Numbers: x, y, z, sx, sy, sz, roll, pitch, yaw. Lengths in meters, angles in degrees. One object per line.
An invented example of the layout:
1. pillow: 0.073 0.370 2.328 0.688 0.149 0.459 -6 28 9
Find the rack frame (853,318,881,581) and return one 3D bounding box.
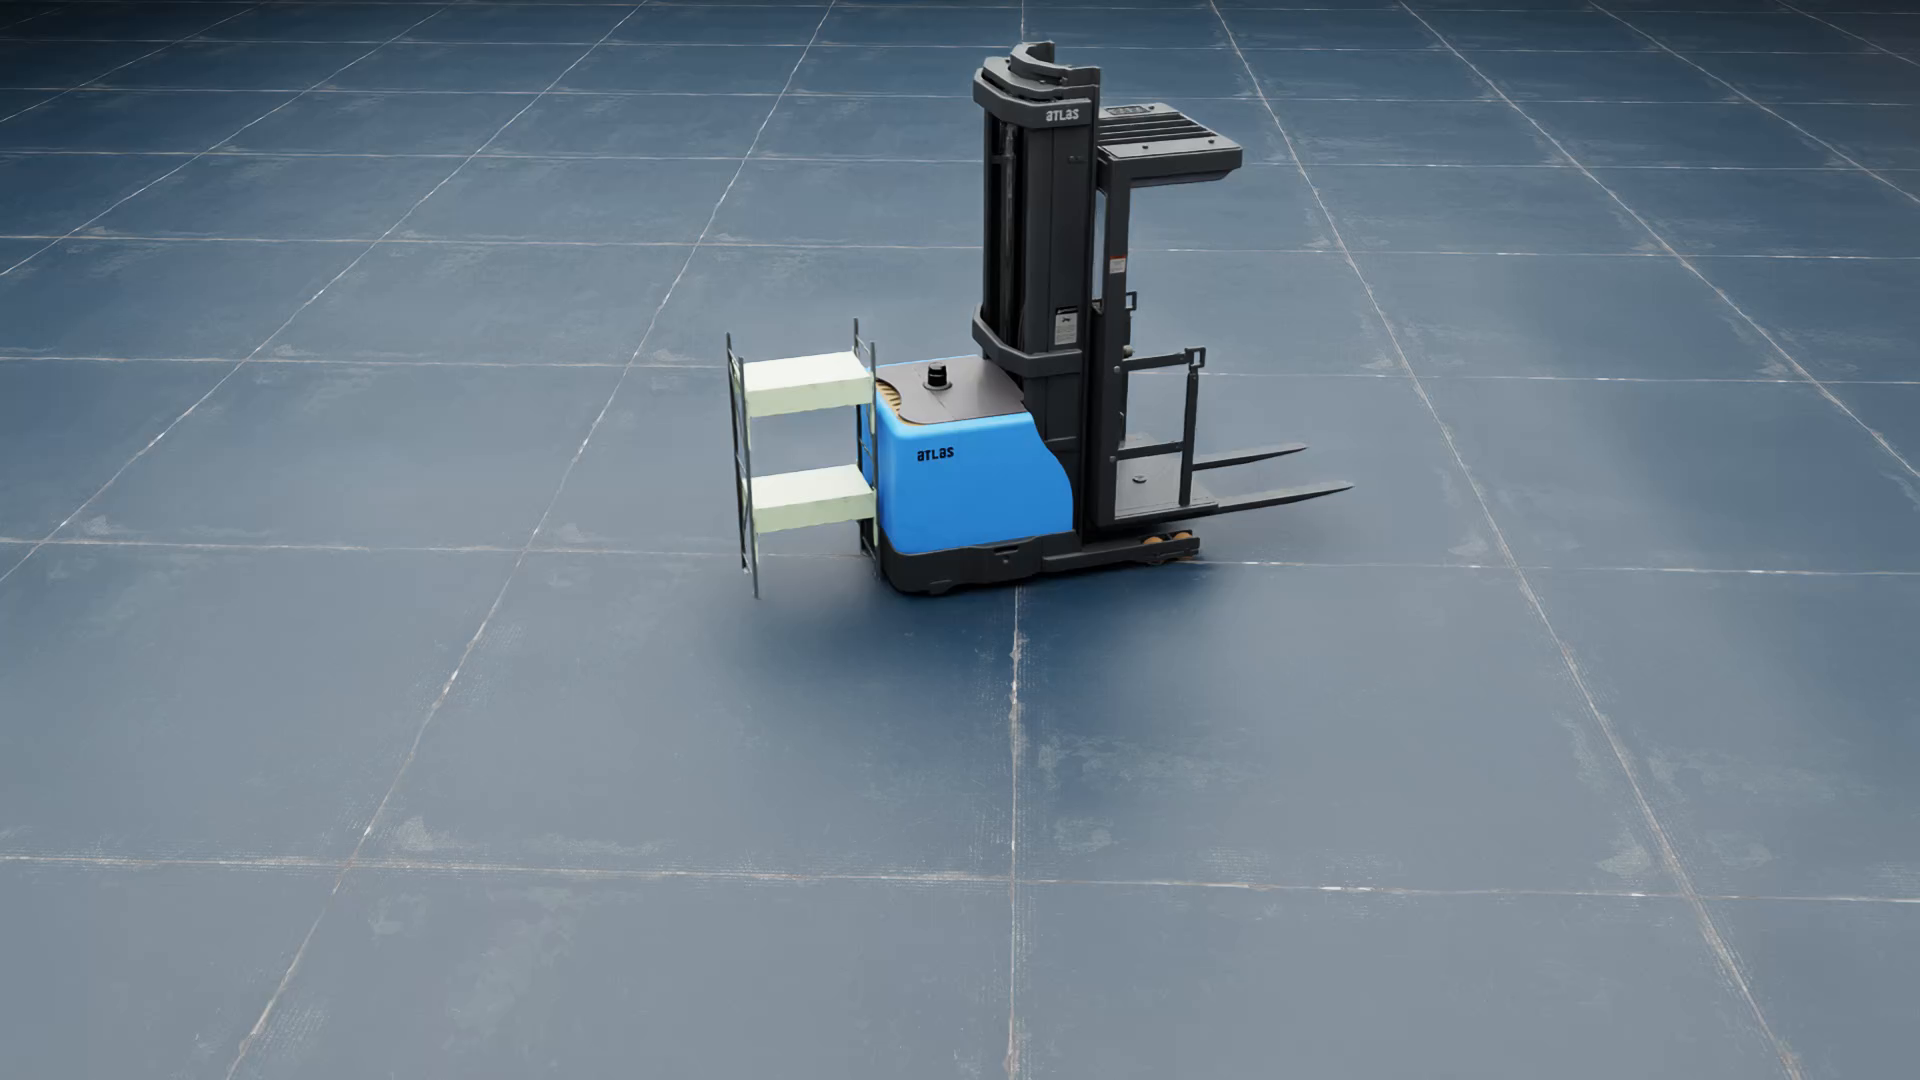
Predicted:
1. rack frame: -0.537 -0.511 9.639 0.023 1.500 0.400 -9 29 -16

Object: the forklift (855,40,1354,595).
1. forklift: 0.932 -1.369 9.729 3.031 2.935 1.130 -9 29 -16

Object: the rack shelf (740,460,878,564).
1. rack shelf: -0.886 -0.171 9.693 0.720 0.370 0.431 -9 29 -16

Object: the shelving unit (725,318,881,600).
1. shelving unit: -0.886 -0.459 9.540 0.755 1.500 0.431 -9 29 -16

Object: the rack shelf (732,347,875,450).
1. rack shelf: -0.886 -0.804 9.357 0.720 0.370 0.431 -9 29 -16

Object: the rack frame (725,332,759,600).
1. rack frame: -1.234 -0.407 9.441 0.023 1.500 0.400 -9 29 -16
